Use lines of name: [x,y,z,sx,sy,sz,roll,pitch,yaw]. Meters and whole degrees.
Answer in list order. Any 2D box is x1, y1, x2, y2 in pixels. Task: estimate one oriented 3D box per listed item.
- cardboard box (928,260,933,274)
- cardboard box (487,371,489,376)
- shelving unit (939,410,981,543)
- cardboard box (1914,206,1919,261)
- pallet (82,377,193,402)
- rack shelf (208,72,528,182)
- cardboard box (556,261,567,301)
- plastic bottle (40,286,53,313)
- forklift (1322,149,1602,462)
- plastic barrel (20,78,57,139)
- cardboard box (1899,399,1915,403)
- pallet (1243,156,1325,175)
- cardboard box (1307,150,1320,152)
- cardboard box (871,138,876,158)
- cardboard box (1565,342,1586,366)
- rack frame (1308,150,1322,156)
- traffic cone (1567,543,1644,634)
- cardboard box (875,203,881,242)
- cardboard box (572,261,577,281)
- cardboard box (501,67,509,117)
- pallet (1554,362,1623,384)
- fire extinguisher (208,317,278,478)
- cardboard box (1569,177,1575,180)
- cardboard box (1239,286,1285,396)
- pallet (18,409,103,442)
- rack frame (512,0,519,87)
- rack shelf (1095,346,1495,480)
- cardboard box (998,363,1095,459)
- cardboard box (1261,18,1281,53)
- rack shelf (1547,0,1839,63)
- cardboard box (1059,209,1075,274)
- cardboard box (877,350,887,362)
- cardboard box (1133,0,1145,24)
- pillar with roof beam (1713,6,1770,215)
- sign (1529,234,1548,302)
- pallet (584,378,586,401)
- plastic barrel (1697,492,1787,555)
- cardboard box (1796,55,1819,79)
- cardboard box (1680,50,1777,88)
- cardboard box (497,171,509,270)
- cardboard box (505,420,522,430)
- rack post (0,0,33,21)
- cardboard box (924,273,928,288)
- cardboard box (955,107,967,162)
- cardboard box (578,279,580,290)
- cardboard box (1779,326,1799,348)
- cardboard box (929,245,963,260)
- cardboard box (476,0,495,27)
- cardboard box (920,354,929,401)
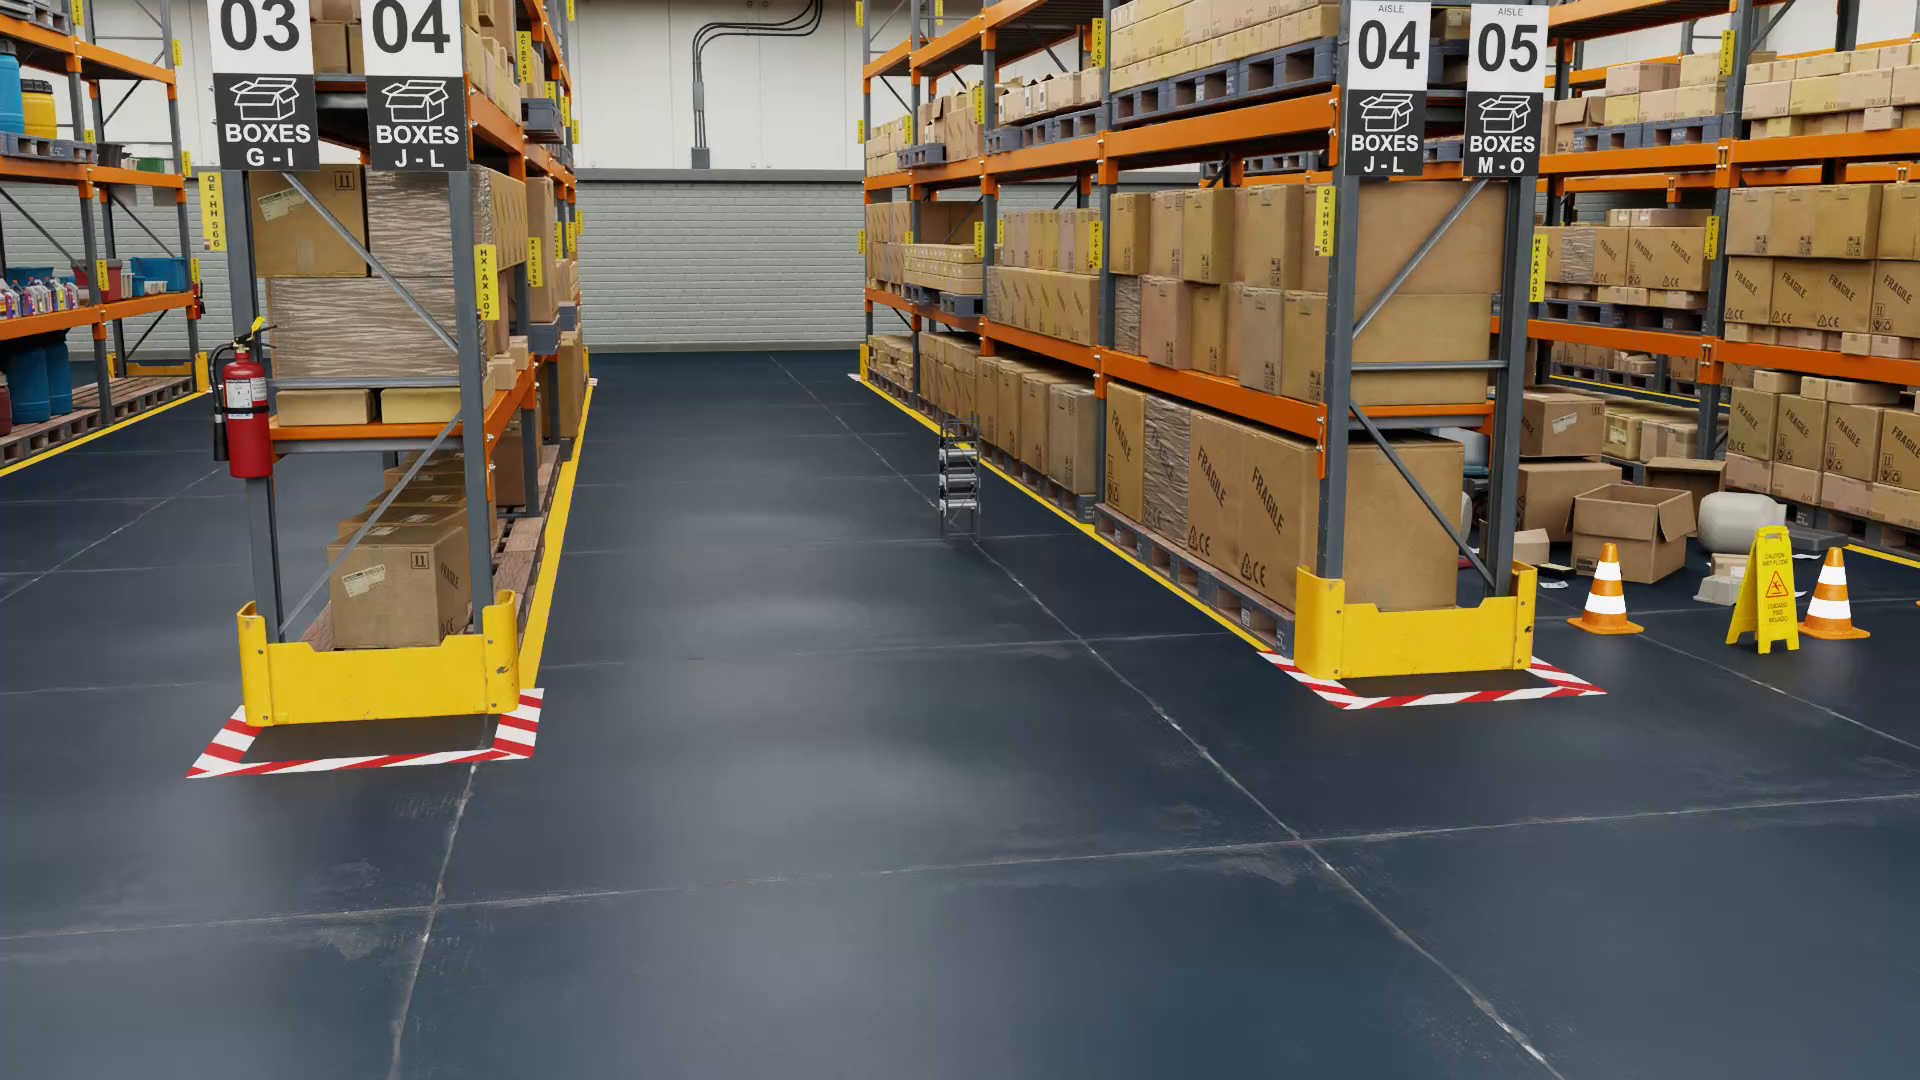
cardboard box: [-0.130,-2.901,17.667,0.380,0.149,0.250,-2,11,-12]
cardboard box: [-2.567,-0.760,8.340,0.380,0.149,0.250,-2,11,-11]
shelving unit: [-0.002,-0.444,11.620,0.258,0.900,0.210,-2,11,-11]
cardboard box: [6.504,-2.000,10.445,0.700,0.500,0.500,-2,11,-12]
pallet: [-10.460,-1.916,21.201,1.003,0.211,1.213,-2,11,-11]
rack shelf: [-3.001,-2.172,8.985,1.077,0.370,4.000,-2,11,-11]
cardboard box: [-4.390,-2.672,17.446,0.500,0.500,0.500,-2,11,-12]
plastic bottle: [-9.242,-2.424,16.744,0.152,0.276,0.135,-2,11,-11]
forklift: [3.851,-1.916,13.922,3.031,2.935,1.130,4,11,19]
plastic barrel: [-9.428,-4.318,16.710,0.600,0.588,0.600,0,11,0]
cardboard box: [6.910,-0.717,11.667,0.500,0.500,0.500,-2,11,-8]
pallet: [4.392,-5.050,22.419,1.003,0.211,1.213,-2,11,-11]
cardboard box: [4.336,-5.014,20.965,0.396,0.266,0.258,-2,11,-9]
cardboard box: [-0.906,-5.241,22.250,0.500,0.250,0.500,-2,11,-12]
cardboard box: [9.023,-2.765,23.761,0.500,0.500,0.500,-2,11,-10]
rack frame: [4.774,-6.193,20.167,1.000,3.000,0.127,-2,11,-11]
traffic cone: [3.562,0.251,9.142,0.336,0.463,0.334,-2,11,-11]
cardboard box: [-0.829,-4.187,21.934,0.500,0.500,0.500,-2,11,-12]
cardboard box: [-5.272,-3.519,21.770,0.500,0.250,0.500,-2,11,-12]
cardboard box: [-2.850,-2.555,9.474,0.500,0.250,0.500,-2,11,-11]
pallet: [9.269,-2.407,23.780,1.003,0.211,1.213,-2,11,-11]
fire extinguisher: [-3.042,-0.609,7.080,0.296,0.674,0.183,-2,11,-11]
cardboard box: [8.923,-5.209,23.690,0.380,0.149,0.250,-2,11,-12]
cardboard box: [2.028,-1.087,8.982,0.875,0.550,0.550,-2,11,-11]
pallet: [-9.696,-1.192,17.397,1.003,0.211,1.213,-2,11,-11]
rack frame: [-3.390,-4.365,10.564,1.000,3.000,0.127,-2,11,-11]
rack shelf: [1.884,-0.860,10.116,1.077,0.370,4.000,-2,11,-11]
cardboard box: [0.920,-1.140,14.555,1.050,0.750,0.750,-2,11,-10]
cardboard box: [1.777,-2.594,8.562,0.380,0.149,0.250,-2,11,-10]
rack shelf: [5.941,-4.543,14.490,1.077,0.370,4.000,-2,11,-11]
cardboard box: [1.192,-2.398,13.332,0.700,0.500,0.500,-2,11,-11]
cardboard box: [-0.914,-2.483,22.423,0.380,0.149,0.250,-2,11,-9]
cardboard box: [1.332,-3.405,10.690,0.380,0.149,0.250,-2,11,-12]
pillar with roof beam: [6.168,-6.378,21.139,9.100,9.000,0.400,-2,11,-11]
sign: [2.818,-1.330,8.133,0.100,0.325,0.005,-2,11,-11]
pallet: [-5.258,-1.882,21.021,1.003,0.211,1.213,-2,11,-11]
plastic barrel: [5.222,-0.103,11.106,0.512,0.421,0.421,6,12,28]
cardboard box: [6.193,-3.355,11.820,0.380,0.149,0.250,-2,11,-13]
cardboard box: [6.093,-3.732,13.201,0.500,0.250,0.500,-2,11,-10]
cardboard box: [-2.641,-1.665,8.687,0.500,0.500,0.500,-2,11,-11]
cardboard box: [-3.563,-0.608,12.377,0.700,0.500,0.500,-2,11,-11]
rack post: [-9.286,-5.040,15.448,0.937,0.300,0.954,-1,11,-5]
cardboard box: [-0.177,-2.802,17.944,0.380,0.149,0.250,-2,11,-12]
cardboard box: [0.246,-4.023,16.521,0.500,0.500,0.500,-2,11,-11]
cardboard box: [-5.332,-3.442,22.432,0.380,0.149,0.250,-2,11,-10]
cardboard box: [6.259,-1.494,12.194,0.380,0.149,0.250,-2,11,-11]
cardboard box: [-0.128,-3.047,17.641,0.380,0.149,0.250,-2,11,-9]
cardboard box: [-2.636,-2.881,8.389,0.500,0.500,0.500,-2,11,-11]
cardboard box: [-0.178,-1.880,19.116,0.500,0.500,0.500,-2,11,-9]
